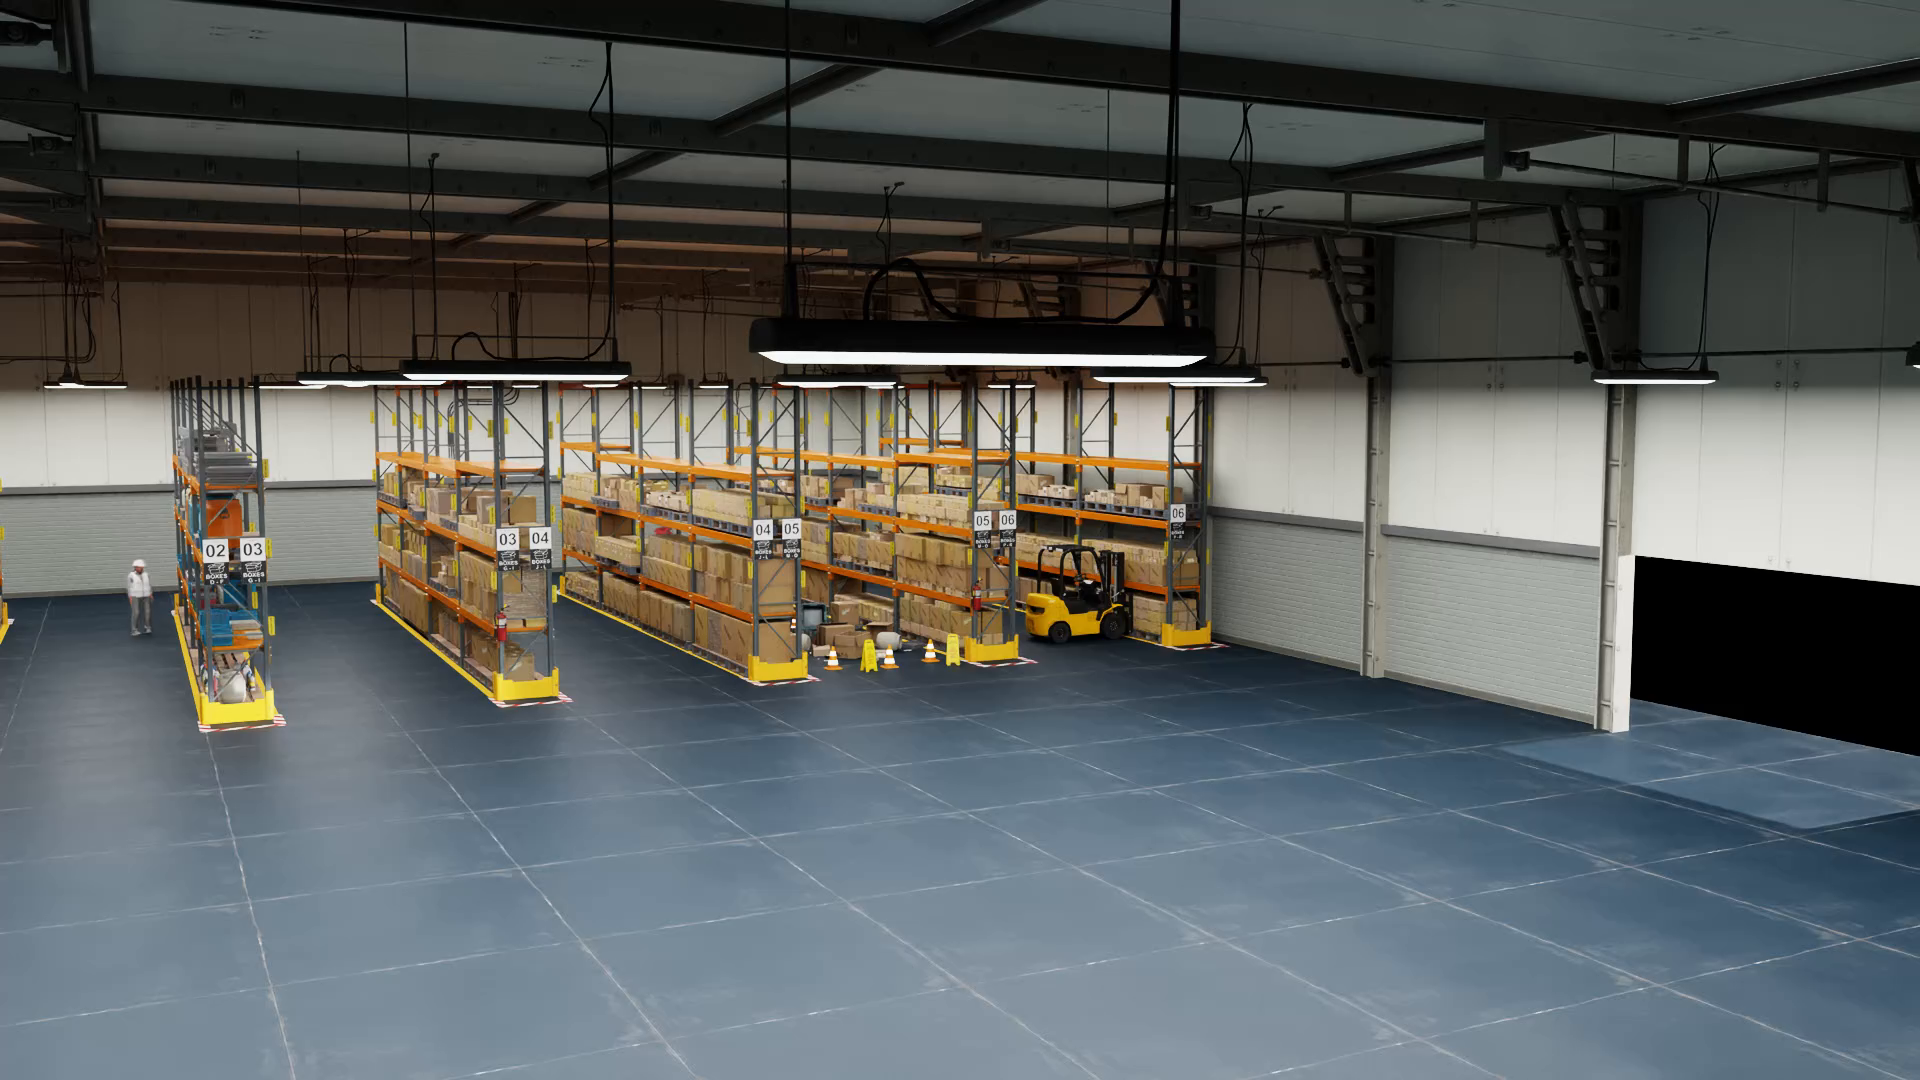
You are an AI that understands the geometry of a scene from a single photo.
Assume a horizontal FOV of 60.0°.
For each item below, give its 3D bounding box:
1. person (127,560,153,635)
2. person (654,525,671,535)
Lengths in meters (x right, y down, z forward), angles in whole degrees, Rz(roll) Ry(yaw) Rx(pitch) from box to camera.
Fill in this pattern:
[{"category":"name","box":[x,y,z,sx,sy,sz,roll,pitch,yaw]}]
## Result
[{"category":"person","box":[-19.424,1.351,39.424,0.409,1.785,0.577,4,7,41]},{"category":"person","box":[-9.301,0.271,52.063,0.611,1.799,0.383,0,5,-5]}]
